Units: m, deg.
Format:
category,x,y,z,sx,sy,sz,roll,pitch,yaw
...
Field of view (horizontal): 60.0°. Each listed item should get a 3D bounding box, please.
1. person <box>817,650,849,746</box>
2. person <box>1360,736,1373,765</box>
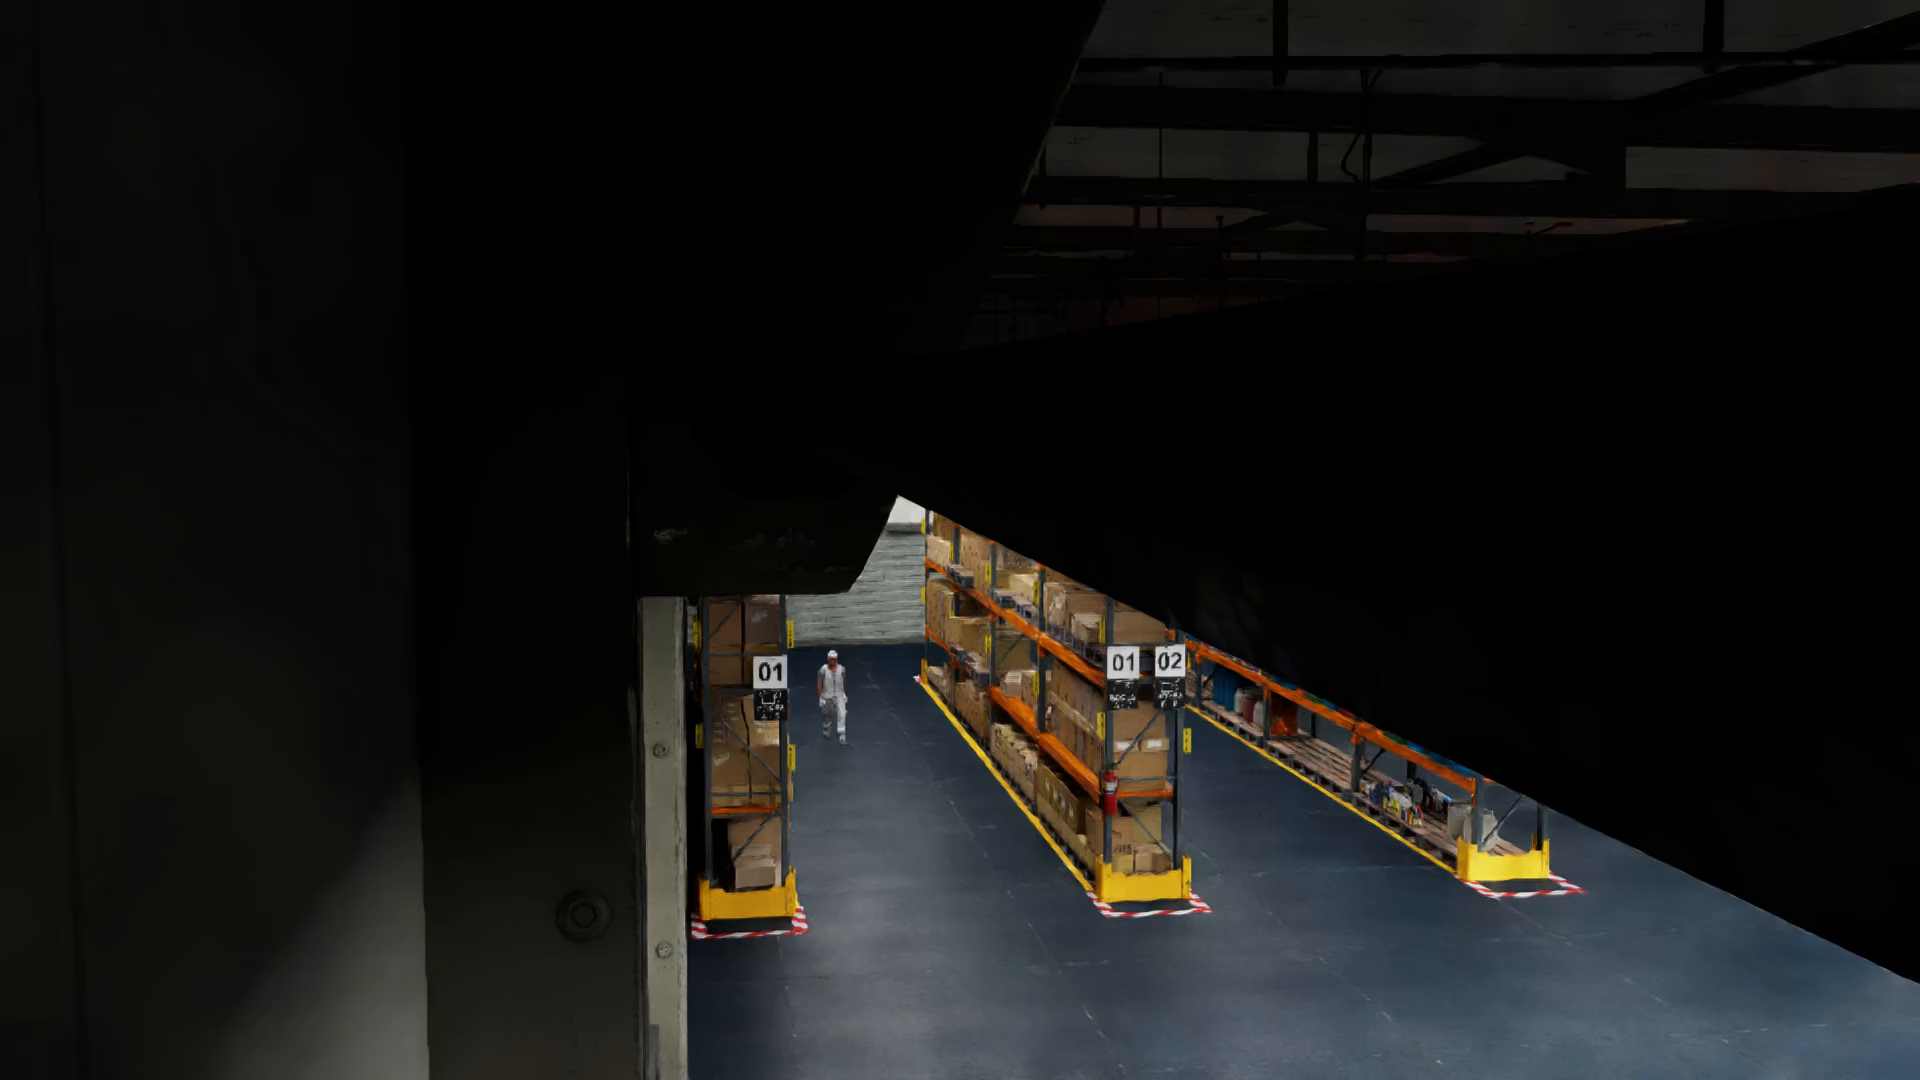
category,x,y,z,sx,sy,sz,roll,pitch,yaw
person,-2.291,2.821,29.983,0.557,1.705,1.116,-1,5,-11
person,6.932,2.997,28.425,0.462,1.657,0.555,-1,5,-8
